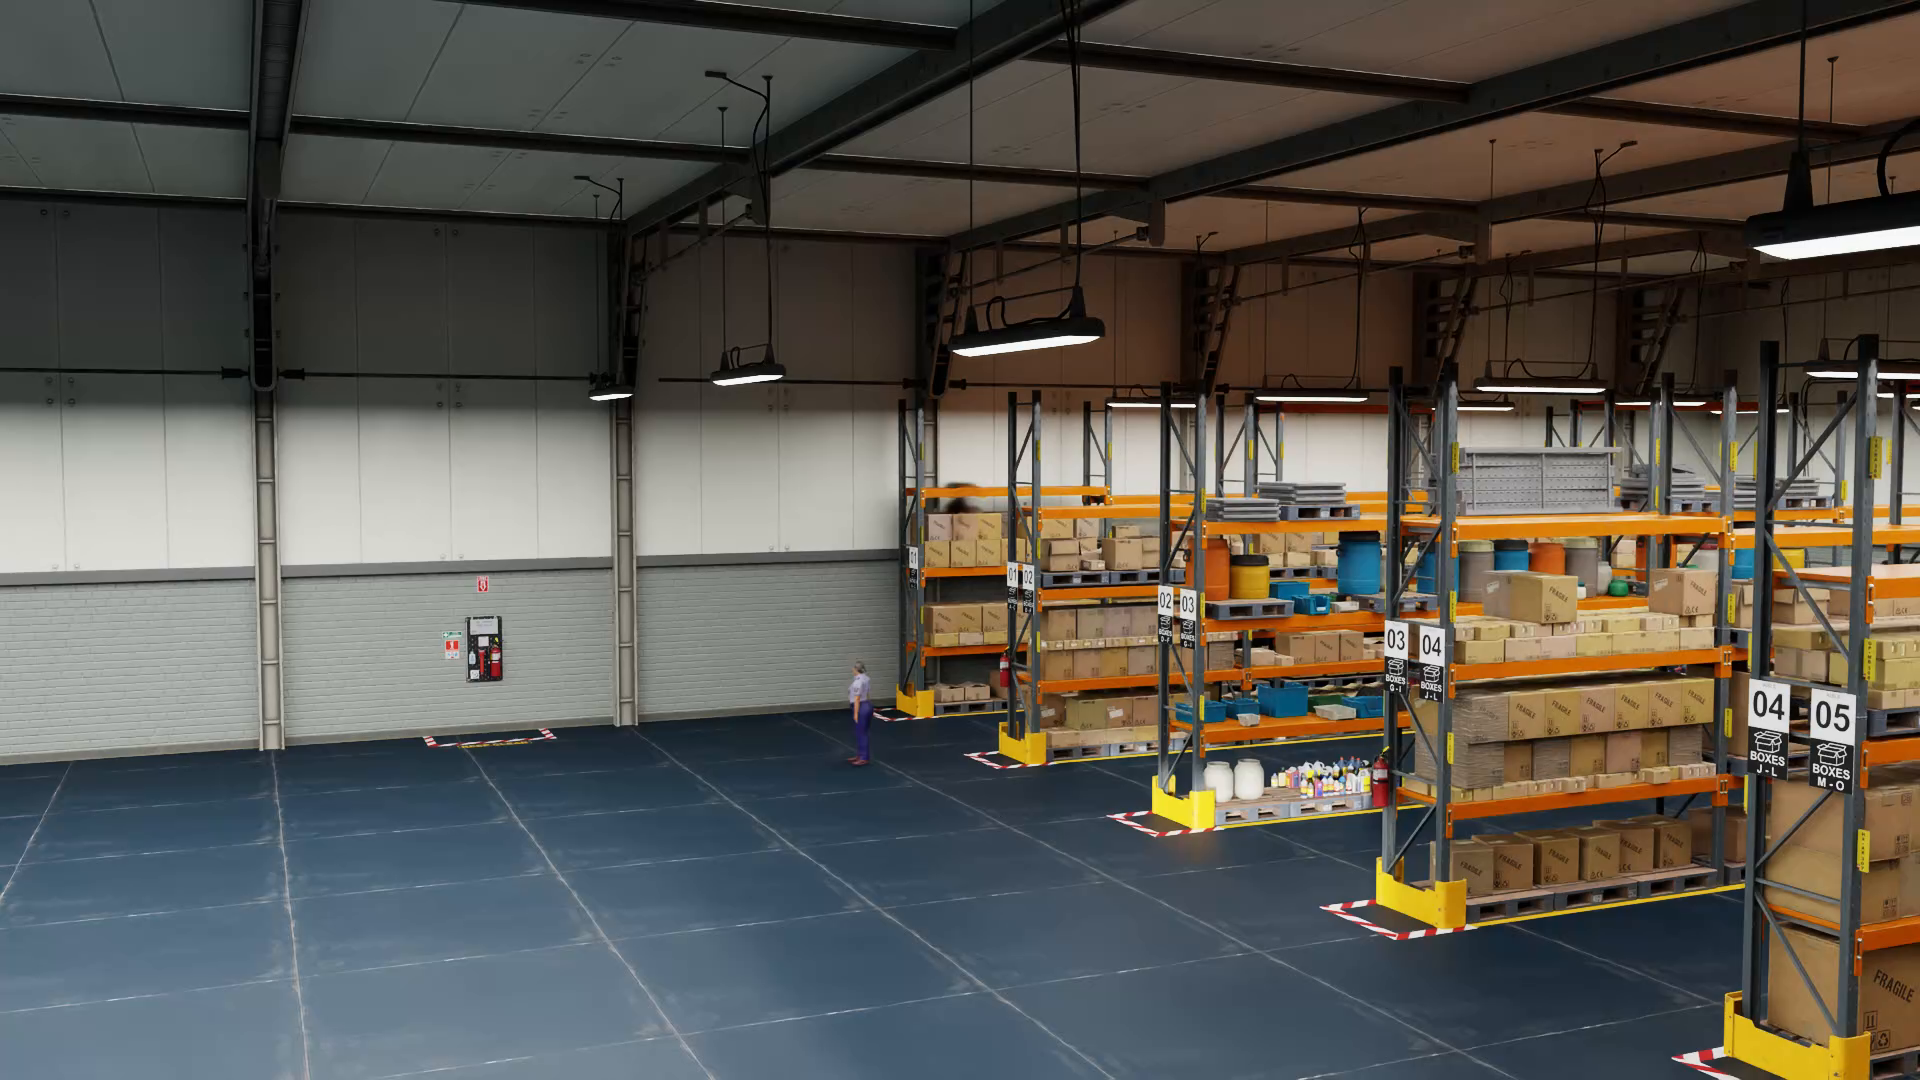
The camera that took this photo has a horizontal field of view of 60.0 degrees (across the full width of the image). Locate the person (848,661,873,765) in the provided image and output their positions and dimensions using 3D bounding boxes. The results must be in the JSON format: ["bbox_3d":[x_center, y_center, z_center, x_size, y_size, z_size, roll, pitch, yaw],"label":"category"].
[{"bbox_3d":[-1.632,2.771,26.702,0.429,1.663,0.492,1,3,13],"label":"person"}]

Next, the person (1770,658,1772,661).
[{"bbox_3d":[16.980,2.304,34.765,0.459,1.629,0.784,0,3,8],"label":"person"}]
